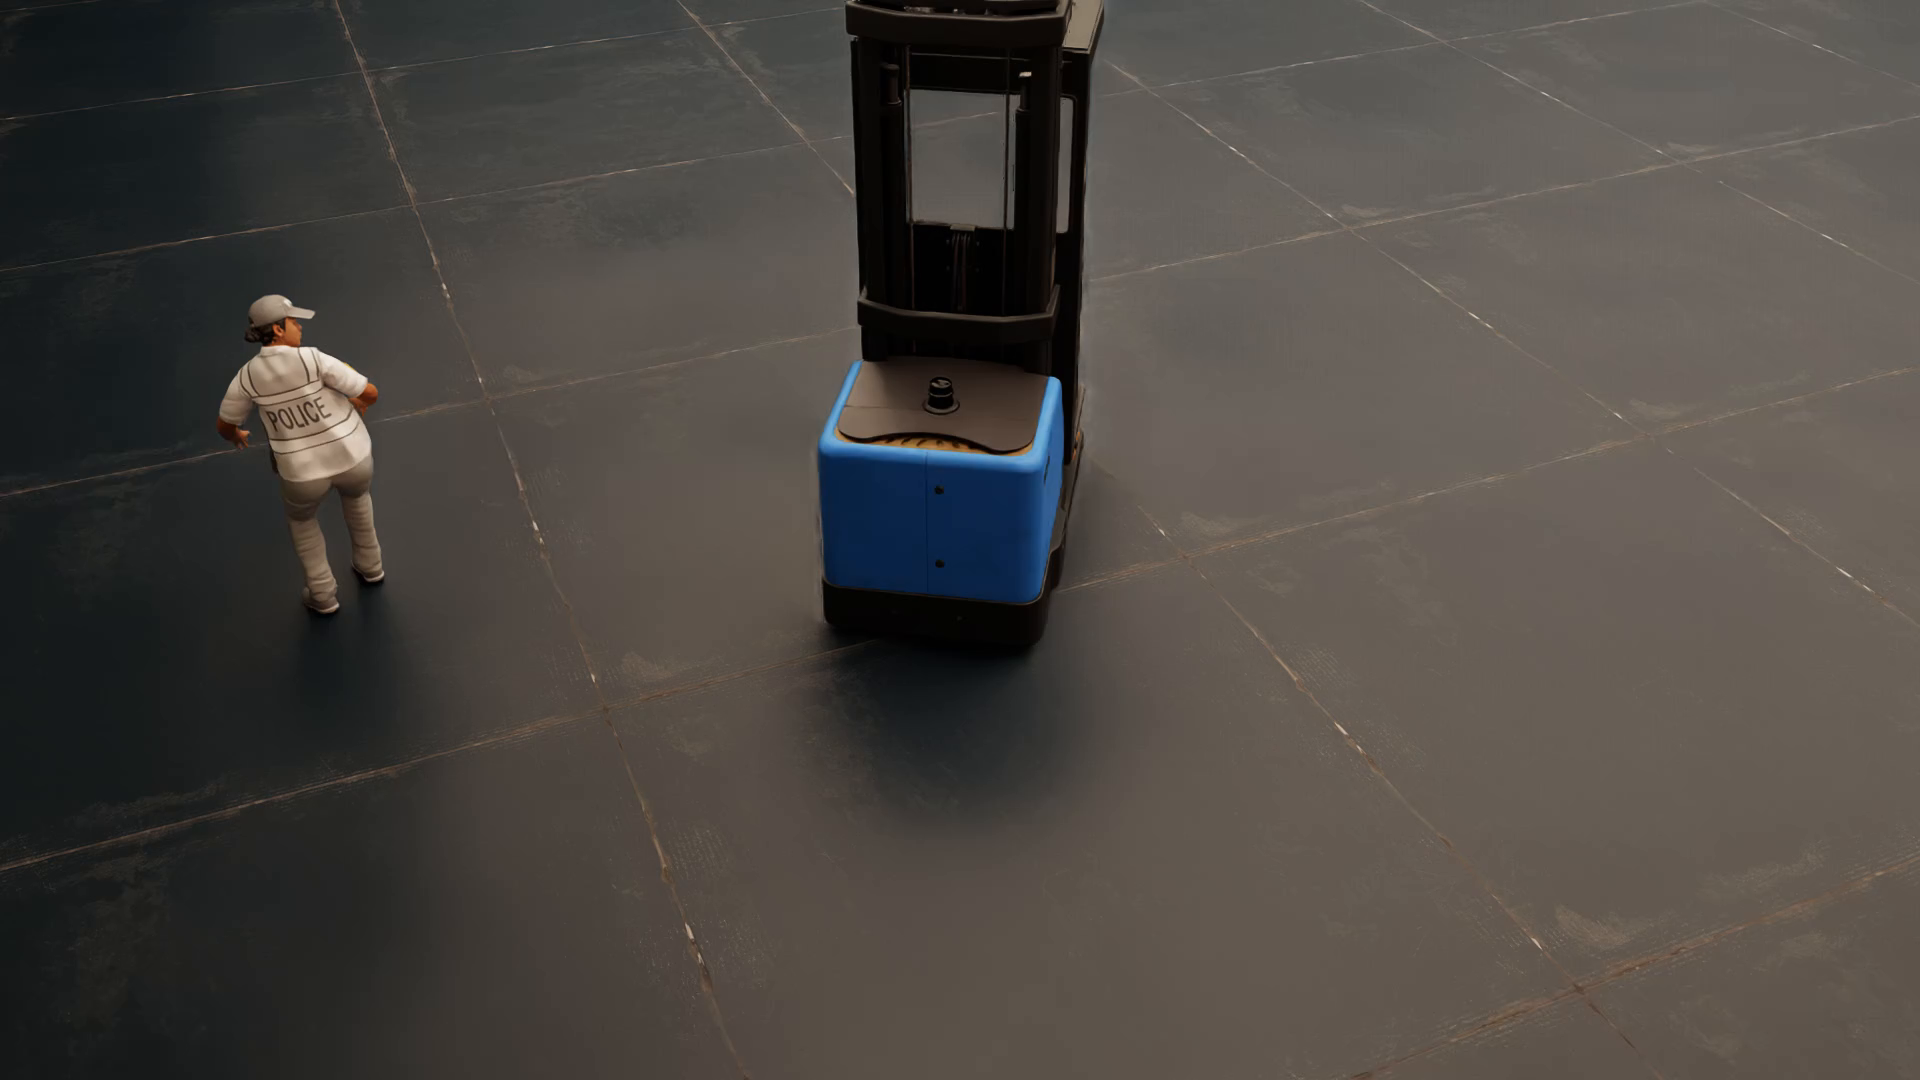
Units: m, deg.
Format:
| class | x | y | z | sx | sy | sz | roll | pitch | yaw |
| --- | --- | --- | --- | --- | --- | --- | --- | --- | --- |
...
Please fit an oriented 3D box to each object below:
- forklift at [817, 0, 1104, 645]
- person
| class | x | y | z | sx | sy | sz | roll | pitch | yaw |
| --- | --- | --- | --- | --- | --- | --- | --- | --- | --- |
| forklift | 0.086 | -1.546 | 8.273 | 1.130 | 2.935 | 3.031 | 5 | 36 | 7 |
| person | -3.063 | -0.400 | 7.838 | 0.720 | 1.615 | 0.567 | -14 | 38 | -19 |
